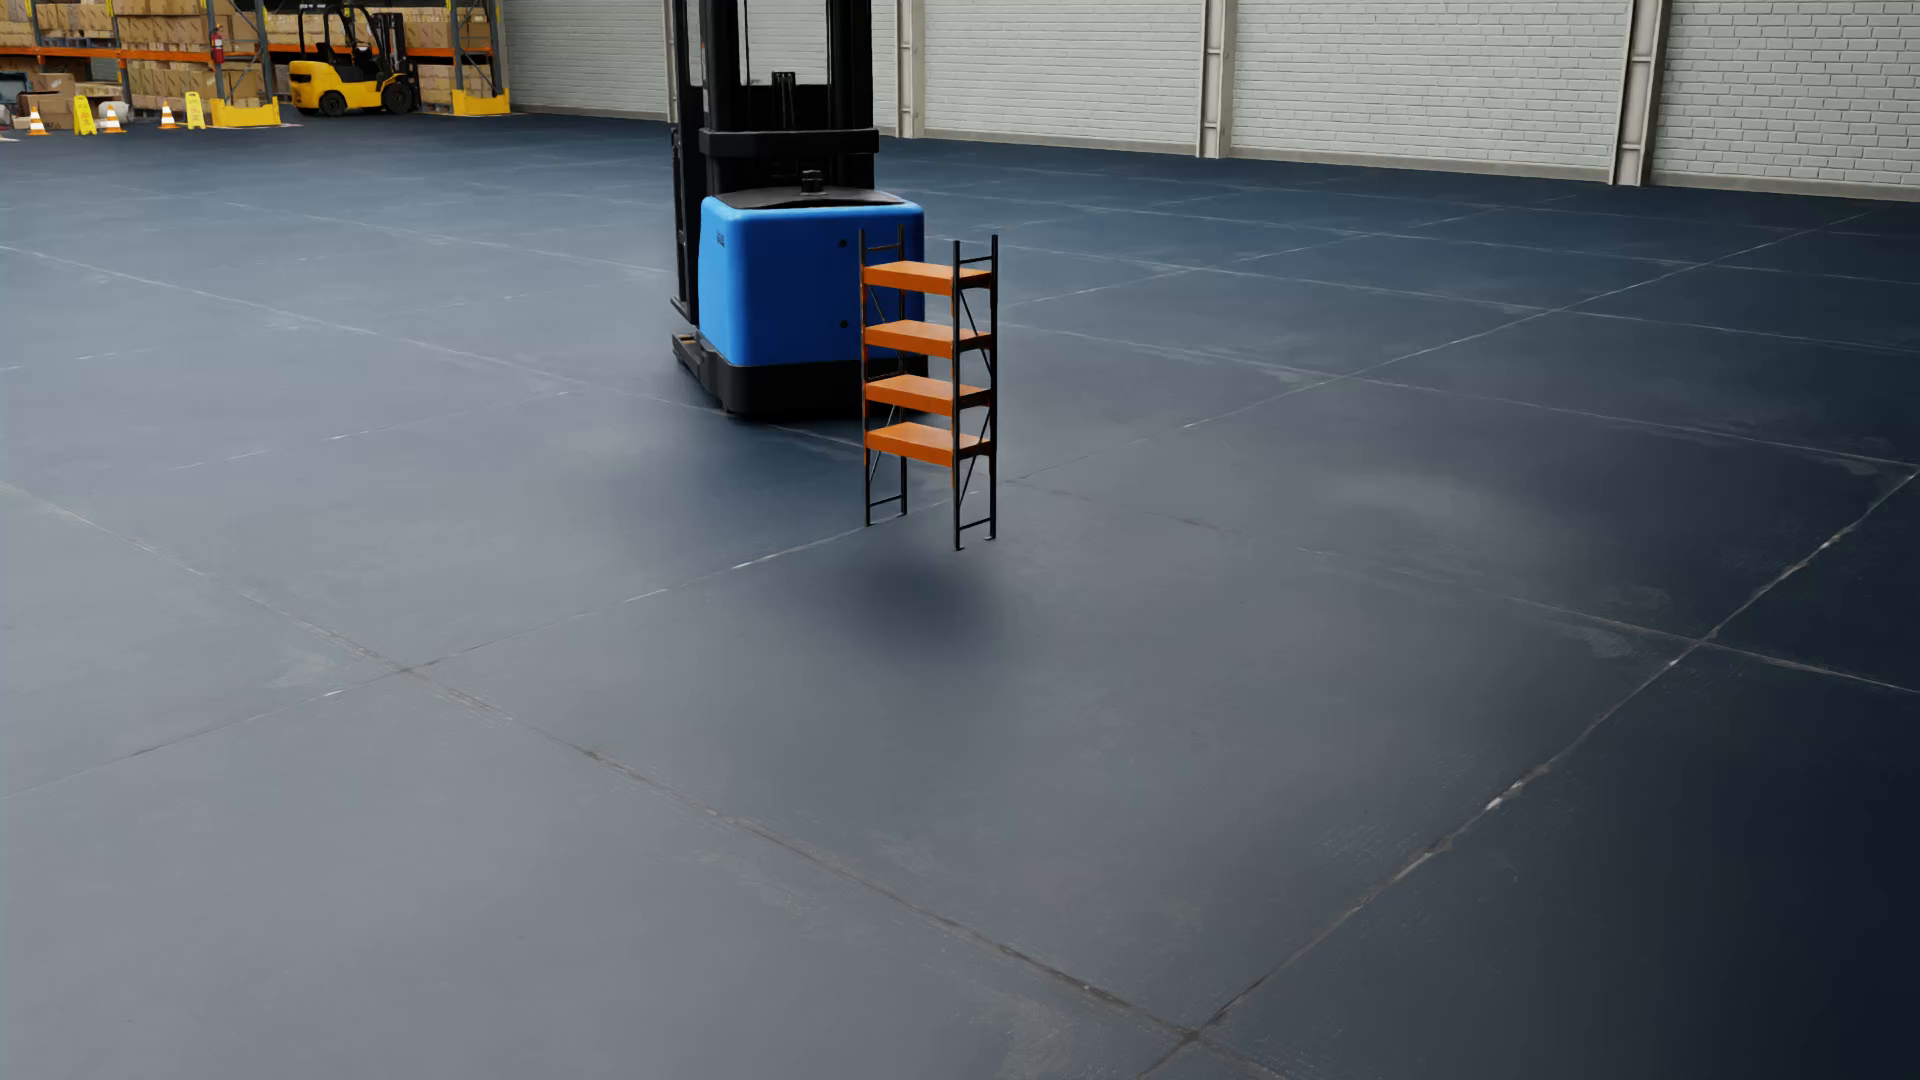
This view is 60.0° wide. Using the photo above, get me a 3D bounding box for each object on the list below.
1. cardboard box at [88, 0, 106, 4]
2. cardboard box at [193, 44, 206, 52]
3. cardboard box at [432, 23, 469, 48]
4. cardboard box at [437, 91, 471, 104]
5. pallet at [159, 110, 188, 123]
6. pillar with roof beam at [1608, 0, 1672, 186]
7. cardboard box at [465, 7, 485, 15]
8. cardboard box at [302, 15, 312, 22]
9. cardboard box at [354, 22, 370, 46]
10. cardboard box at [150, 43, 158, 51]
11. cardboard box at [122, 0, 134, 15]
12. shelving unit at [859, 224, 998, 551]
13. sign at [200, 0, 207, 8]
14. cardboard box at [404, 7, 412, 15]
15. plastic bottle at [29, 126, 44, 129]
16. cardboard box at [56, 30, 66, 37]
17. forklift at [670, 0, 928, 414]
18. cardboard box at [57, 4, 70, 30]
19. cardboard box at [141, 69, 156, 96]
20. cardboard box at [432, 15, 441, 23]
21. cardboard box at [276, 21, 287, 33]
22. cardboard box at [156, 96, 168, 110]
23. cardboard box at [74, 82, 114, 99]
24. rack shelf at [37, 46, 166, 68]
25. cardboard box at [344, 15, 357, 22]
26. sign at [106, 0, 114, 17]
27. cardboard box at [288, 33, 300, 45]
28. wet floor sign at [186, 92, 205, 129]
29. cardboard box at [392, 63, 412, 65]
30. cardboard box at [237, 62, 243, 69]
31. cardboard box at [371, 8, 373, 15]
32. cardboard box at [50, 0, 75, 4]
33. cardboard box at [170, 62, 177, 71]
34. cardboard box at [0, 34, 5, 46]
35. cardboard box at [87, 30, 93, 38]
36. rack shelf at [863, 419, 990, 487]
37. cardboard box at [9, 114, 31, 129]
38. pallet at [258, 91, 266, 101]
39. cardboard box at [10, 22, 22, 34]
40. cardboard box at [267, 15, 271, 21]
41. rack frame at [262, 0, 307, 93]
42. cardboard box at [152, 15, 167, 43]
[{"bbox_3d":[-17.184,-10.792,33.233,0.250,0.149,0.380,14,22,38],"label":"cardboard box"},{"bbox_3d":[-13.858,-9.045,30.570,0.250,0.149,0.380,15,23,39],"label":"cardboard box"},{"bbox_3d":[-10.423,-10.323,34.017,0.500,0.500,0.500,14,23,38],"label":"cardboard box"},{"bbox_3d":[-10.442,-9.149,34.332,0.500,0.250,0.500,15,23,40],"label":"cardboard box"},{"bbox_3d":[-14.722,-8.215,32.148,1.213,0.211,1.003,15,23,39],"label":"pallet"},{"bbox_3d":[5.289,-7.647,15.830,0.400,9.000,9.100,15,23,39],"label":"pillar with roof beam"},{"bbox_3d":[-9.990,-10.851,34.114,0.250,0.149,0.380,14,23,38],"label":"cardboard box"},{"bbox_3d":[-14.501,-11.700,37.283,0.250,0.149,0.380,14,23,38],"label":"cardboard box"},{"bbox_3d":[-12.714,-10.939,35.956,0.500,0.500,0.500,14,22,38],"label":"cardboard box"},{"bbox_3d":[-15.192,-9.401,31.691,0.250,0.149,0.380,15,23,40],"label":"cardboard box"},{"bbox_3d":[-15.612,-10.337,31.914,0.500,0.500,0.700,15,23,40],"label":"cardboard box"},{"bbox_3d":[-0.124,-0.605,6.535,0.503,1.200,0.258,15,23,39],"label":"shelving unit"},{"bbox_3d":[-13.556,-9.694,29.761,0.005,0.325,0.100,15,23,39],"label":"sign"},{"bbox_3d":[-11.310,-10.993,34.562,0.250,0.149,0.380,16,23,40],"label":"cardboard box"},{"bbox_3d":[-16.519,-7.361,29.706,0.283,0.061,0.133,7,19,21],"label":"plastic bottle"},{"bbox_3d":[-18.482,-10.502,34.467,0.250,0.149,0.380,15,23,40],"label":"cardboard box"},{"bbox_3d":[-1.097,-2.444,9.467,1.130,2.935,3.031,-5,18,-17],"label":"forklift"},{"bbox_3d":[-18.178,-10.758,34.199,0.500,0.500,0.500,16,23,40],"label":"cardboard box"},{"bbox_3d":[-15.494,-8.878,32.240,0.500,0.500,0.500,16,24,41],"label":"cardboard box"},{"bbox_3d":[-10.537,-10.644,33.954,0.250,0.149,0.380,16,23,40],"label":"cardboard box"},{"bbox_3d":[-15.321,-11.764,38.144,0.500,0.250,0.500,16,24,41],"label":"cardboard box"},{"bbox_3d":[-15.097,-8.415,32.021,0.500,0.250,0.500,15,23,39],"label":"cardboard box"},{"bbox_3d":[-18.183,-9.405,34.936,0.625,0.372,0.950,14,23,38],"label":"cardboard box"},{"bbox_3d":[-17.661,-9.974,34.271,4.000,0.370,1.077,15,23,39],"label":"rack shelf"},{"bbox_3d":[-13.276,-11.415,36.383,0.250,0.149,0.380,16,24,41],"label":"cardboard box"},{"bbox_3d":[-16.531,-10.341,32.324,0.005,0.325,0.100,15,23,39],"label":"sign"},{"bbox_3d":[-14.932,-11.423,37.894,0.500,0.250,0.500,14,22,38],"label":"cardboard box"},{"bbox_3d":[-13.741,-7.710,29.840,0.267,0.644,0.232,-9,20,-27],"label":"wet floor sign"},{"bbox_3d":[-11.964,-10.035,35.472,0.500,0.250,0.500,16,24,41],"label":"cardboard box"},{"bbox_3d":[-17.149,-11.426,40.023,0.250,0.149,0.380,15,23,38],"label":"cardboard box"},{"bbox_3d":[-12.379,-11.326,35.611,0.250,0.149,0.380,14,23,38],"label":"cardboard box"},{"bbox_3d":[-19.363,-11.398,35.748,0.500,0.500,0.500,14,22,37],"label":"cardboard box"},{"bbox_3d":[-14.646,-8.934,31.342,0.250,0.149,0.380,16,24,42],"label":"cardboard box"},{"bbox_3d":[-20.866,-10.990,36.530,0.500,0.250,0.500,15,23,38],"label":"cardboard box"},{"bbox_3d":[-17.328,-10.188,33.476,0.250,0.149,0.380,15,23,40],"label":"cardboard box"},{"bbox_3d":[-0.124,-0.352,6.615,0.480,0.148,0.258,15,23,39],"label":"rack shelf"},{"bbox_3d":[-16.867,-7.544,29.944,0.396,0.266,0.258,-13,22,-36],"label":"cardboard box"},{"bbox_3d":[-16.398,-10.672,39.890,1.213,0.211,1.003,15,23,39],"label":"pallet"},{"bbox_3d":[-20.073,-11.028,35.822,0.500,0.250,0.500,14,23,38],"label":"cardboard box"},{"bbox_3d":[-15.822,-12.069,38.444,0.250,0.149,0.380,16,24,41],"label":"cardboard box"},{"bbox_3d":[-15.865,-11.843,38.969,0.127,3.000,1.000,15,23,39],"label":"rack frame"},{"bbox_3d":[-14.872,-9.658,31.427,0.500,0.500,0.500,15,23,40],"label":"cardboard box"}]
